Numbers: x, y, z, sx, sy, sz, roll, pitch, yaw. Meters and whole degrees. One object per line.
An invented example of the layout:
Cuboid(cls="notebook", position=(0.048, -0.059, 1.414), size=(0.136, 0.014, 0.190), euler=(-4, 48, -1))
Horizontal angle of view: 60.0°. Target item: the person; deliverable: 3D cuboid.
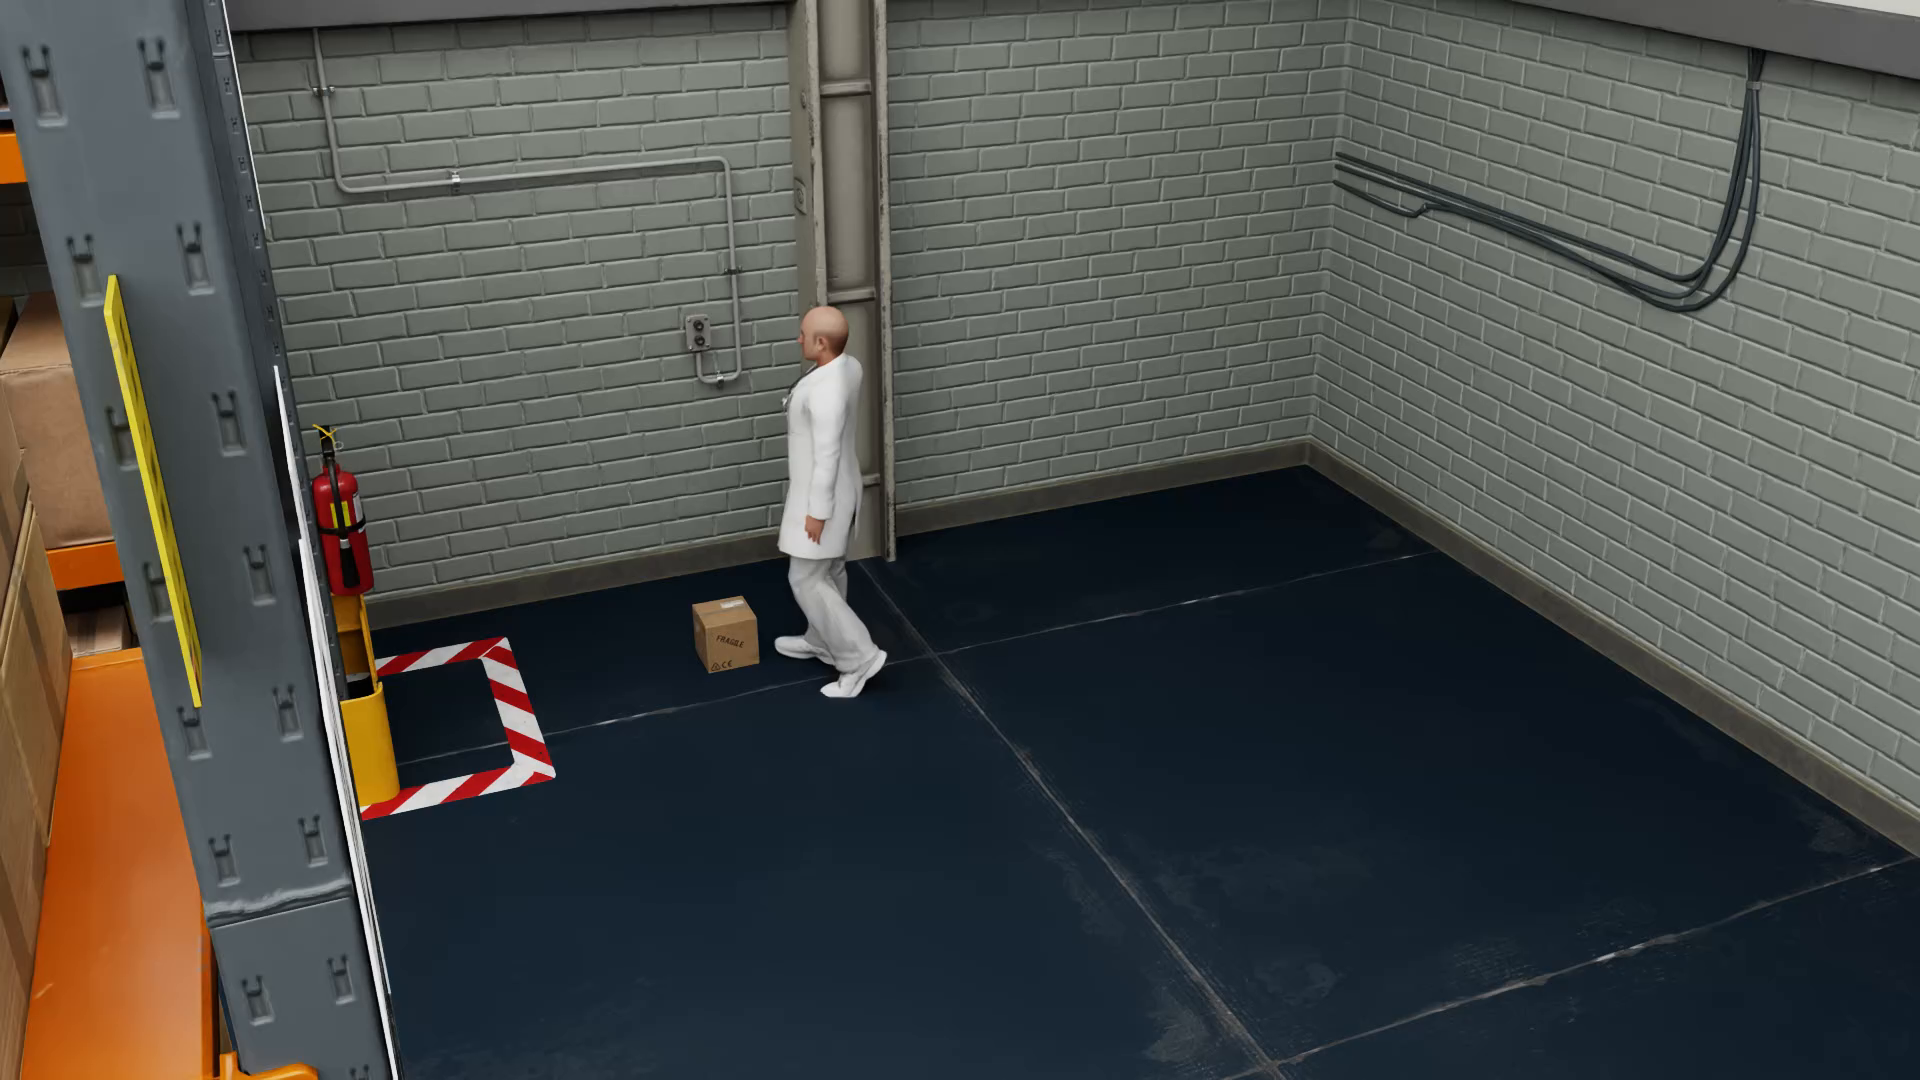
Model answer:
Cuboid(cls="person", position=(-0.607, -0.188, 7.558), size=(0.612, 1.825, 0.618), euler=(4, 26, 9))
